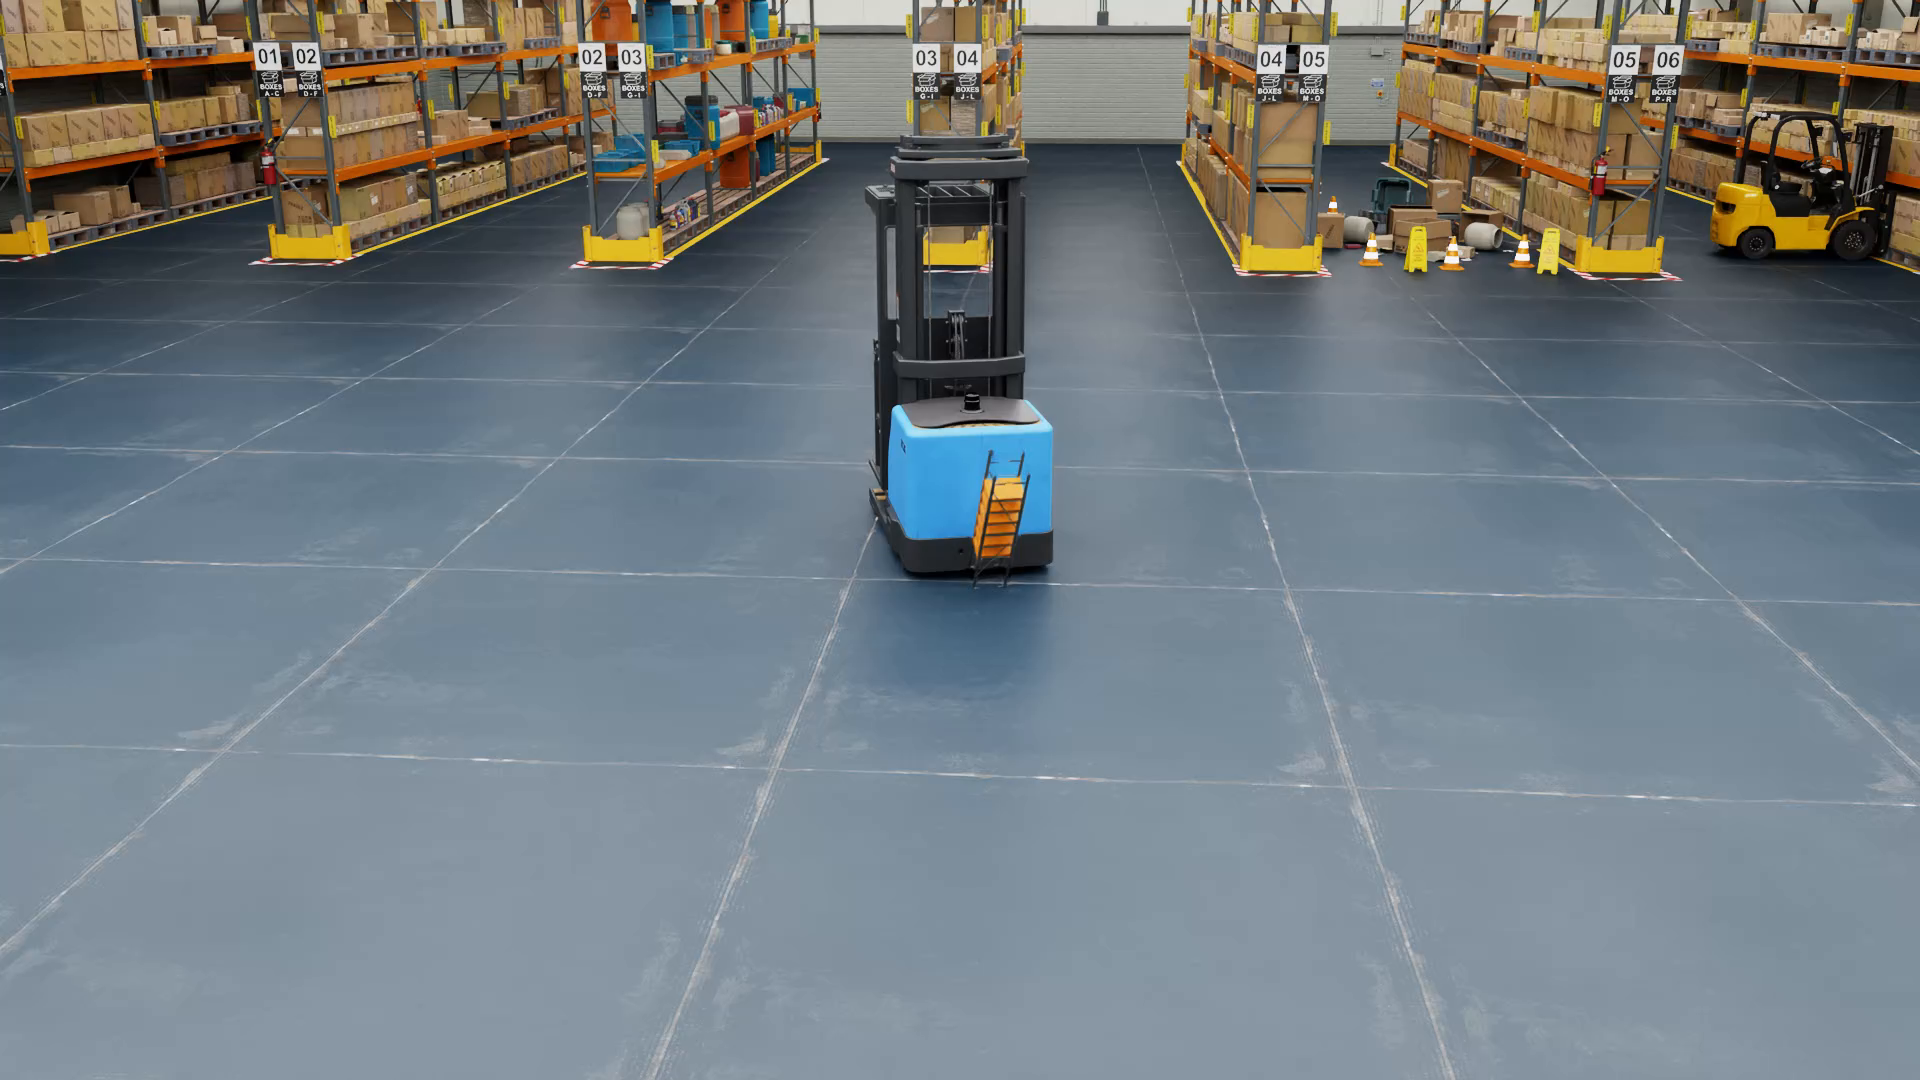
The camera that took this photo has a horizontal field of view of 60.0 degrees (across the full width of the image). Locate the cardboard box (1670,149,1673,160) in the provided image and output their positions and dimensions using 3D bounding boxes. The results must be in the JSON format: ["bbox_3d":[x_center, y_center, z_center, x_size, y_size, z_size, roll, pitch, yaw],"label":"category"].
[{"bbox_3d":[15.486,-8.480,36.824,0.700,0.500,0.500,1,18,2],"label":"cardboard box"}]

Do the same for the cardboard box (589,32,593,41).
[{"bbox_3d":[-8.761,-11.674,38.657,0.500,0.250,0.500,1,18,4],"label":"cardboard box"}]

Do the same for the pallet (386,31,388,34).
[{"bbox_3d":[-13.986,-11.678,38.571,1.003,0.211,1.213,1,18,4],"label":"pallet"}]

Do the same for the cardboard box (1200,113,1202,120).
[{"bbox_3d":[4.944,-8.348,32.810,0.380,0.149,0.250,2,18,5],"label":"cardboard box"}]

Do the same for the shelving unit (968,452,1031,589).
[{"bbox_3d":[0.249,-0.113,11.000,0.258,1.200,0.189,-3,53,-10],"label":"shelving unit"}]

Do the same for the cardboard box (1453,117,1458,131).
[{"bbox_3d":[10.125,-8.274,33.099,0.500,0.250,0.500,1,18,3],"label":"cardboard box"}]

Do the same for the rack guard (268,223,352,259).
[{"bbox_3d":[-10.066,-4.631,25.755,1.175,0.500,0.348,1,18,4],"label":"rack guard"}]

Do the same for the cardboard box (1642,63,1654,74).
[{"bbox_3d":[10.048,-6.785,23.899,0.380,0.149,0.250,1,18,4],"label":"cardboard box"}]

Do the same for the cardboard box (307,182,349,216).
[{"bbox_3d":[-10.266,-5.560,27.111,0.500,0.500,0.500,1,18,4],"label":"cardboard box"}]

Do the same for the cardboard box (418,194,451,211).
[{"bbox_3d":[-9.502,-6.082,29.908,0.500,0.250,0.500,1,18,3],"label":"cardboard box"}]

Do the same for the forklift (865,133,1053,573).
[{"bbox_3d":[-0.110,-1.586,12.557,1.130,2.935,3.031,-3,18,-10],"label":"forklift"}]

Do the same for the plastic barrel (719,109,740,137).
[{"bbox_3d":[-4.411,-7.929,31.623,0.421,0.512,0.421,0,18,0],"label":"plastic barrel"}]

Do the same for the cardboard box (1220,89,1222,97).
[{"bbox_3d":[5.903,-9.526,36.040,0.500,0.500,0.500,1,18,3],"label":"cardboard box"}]

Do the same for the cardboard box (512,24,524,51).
[{"bbox_3d":[-9.419,-10.240,33.880,0.910,0.500,0.500,1,18,4],"label":"cardboard box"}]

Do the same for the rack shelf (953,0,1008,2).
[{"bbox_3d":[0.246,-9.787,29.637,1.077,0.370,4.000,1,18,4],"label":"rack shelf"}]

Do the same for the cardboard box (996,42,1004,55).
[{"bbox_3d":[0.539,-8.980,30.434,0.500,0.250,0.500,2,18,5],"label":"cardboard box"}]

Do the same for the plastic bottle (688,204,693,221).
[{"bbox_3d":[-4.580,-5.558,28.224,0.061,0.283,0.133,3,18,8],"label":"plastic bottle"}]

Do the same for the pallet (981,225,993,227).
[{"bbox_3d":[0.090,-5.312,28.296,1.003,0.211,1.213,1,18,4],"label":"pallet"}]

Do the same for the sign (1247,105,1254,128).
[{"bbox_3d":[4.216,-6.142,24.109,0.100,0.325,0.005,1,18,4],"label":"sign"}]

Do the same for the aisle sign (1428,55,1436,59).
[{"bbox_3d":[11.162,-11.603,38.842,0.394,0.787,0.004,1,18,4],"label":"aisle sign"}]

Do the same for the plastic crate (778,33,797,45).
[{"bbox_3d":[-3.901,-11.185,37.133,0.497,0.269,0.590,1,18,4],"label":"plastic crate"}]

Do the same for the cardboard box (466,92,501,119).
[{"bbox_3d":[-9.558,-8.757,33.494,0.700,0.500,0.500,-5,19,-15],"label":"cardboard box"}]

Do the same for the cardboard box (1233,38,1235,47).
[{"bbox_3d":[4.678,-8.152,27.237,0.380,0.149,0.250,1,18,3],"label":"cardboard box"}]

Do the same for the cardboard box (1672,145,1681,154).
[{"bbox_3d":[15.221,-8.215,34.975,0.380,0.149,0.250,2,18,7],"label":"cardboard box"}]

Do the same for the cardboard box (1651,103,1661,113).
[{"bbox_3d":[15.327,-9.390,36.026,0.500,0.250,0.500,1,18,4],"label":"cardboard box"}]

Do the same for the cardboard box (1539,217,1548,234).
[{"bbox_3d":[9.613,-5.010,26.638,0.500,0.250,0.500,1,18,3],"label":"cardboard box"}]

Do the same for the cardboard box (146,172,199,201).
[{"bbox_3d":[-14.696,-6.590,31.026,0.700,0.500,0.500,1,18,3],"label":"cardboard box"}]

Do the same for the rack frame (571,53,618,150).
[{"bbox_3d":[-8.917,-10.796,40.554,1.000,3.000,0.127,1,18,4],"label":"rack frame"}]

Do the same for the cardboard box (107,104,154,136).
[{"bbox_3d":[-14.444,-7.319,28.948,0.500,0.500,0.500,1,18,4],"label":"cardboard box"}]

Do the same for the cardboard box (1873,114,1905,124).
[{"bbox_3d":[14.569,-6.599,26.065,0.380,0.149,0.250,1,18,3],"label":"cardboard box"}]

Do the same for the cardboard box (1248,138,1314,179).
[{"bbox_3d":[4.738,-5.650,24.607,0.875,0.550,0.550,1,18,4],"label":"cardboard box"}]

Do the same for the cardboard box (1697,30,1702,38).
[{"bbox_3d":[15.023,-10.152,33.341,0.380,0.149,0.250,1,18,3],"label":"cardboard box"}]

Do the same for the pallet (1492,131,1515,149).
[{"bbox_3d":[10.173,-7.161,29.768,1.003,0.211,1.213,1,18,4],"label":"pallet"}]

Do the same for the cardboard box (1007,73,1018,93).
[{"bbox_3d":[1.042,-10.215,37.340,0.500,0.500,0.500,1,18,2],"label":"cardboard box"}]

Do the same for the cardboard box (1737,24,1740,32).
[{"bbox_3d":[15.108,-9.798,31.812,0.380,0.149,0.250,1,18,3],"label":"cardboard box"}]

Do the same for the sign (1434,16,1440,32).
[{"bbox_3d":[10.007,-10.831,34.885,0.100,0.325,0.005,1,18,4],"label":"sign"}]

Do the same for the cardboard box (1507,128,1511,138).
[{"bbox_3d":[9.783,-7.113,29.043,0.380,0.149,0.250,1,18,4],"label":"cardboard box"}]

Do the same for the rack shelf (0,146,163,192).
[{"bbox_3d":[-14.862,-6.215,27.730,1.077,0.370,4.000,1,18,4],"label":"rack shelf"}]

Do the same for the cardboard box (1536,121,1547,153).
[{"bbox_3d":[9.665,-6.528,26.889,0.500,0.500,0.500,1,18,4],"label":"cardboard box"}]

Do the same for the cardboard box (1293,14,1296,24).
[{"bbox_3d":[5.153,-7.727,24.657,0.380,0.149,0.250,1,18,4],"label":"cardboard box"}]

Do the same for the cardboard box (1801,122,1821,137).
[{"bbox_3d":[14.749,-7.000,28.408,0.500,0.250,0.500,1,18,2],"label":"cardboard box"}]

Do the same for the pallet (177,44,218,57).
[{"bbox_3d":[-14.497,-9.026,30.637,1.213,0.211,1.003,1,18,4],"label":"pallet"}]

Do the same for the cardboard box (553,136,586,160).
[{"bbox_3d":[-9.075,-9.160,38.863,0.797,0.503,0.637,1,18,4],"label":"cardboard box"}]

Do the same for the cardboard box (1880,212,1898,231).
[{"bbox_3d":[14.438,-4.879,25.433,0.500,0.250,0.500,1,18,3],"label":"cardboard box"}]

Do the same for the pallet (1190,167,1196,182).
[{"bbox_3d":[5.629,-8.074,36.723,1.003,0.211,1.213,1,18,4],"label":"pallet"}]

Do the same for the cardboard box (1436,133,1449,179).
[{"bbox_3d":[10.596,-8.106,35.081,0.875,0.875,0.875,2,18,6],"label":"cardboard box"}]

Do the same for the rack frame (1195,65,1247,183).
[{"bbox_3d":[5.616,-9.189,35.650,1.000,3.000,0.127,1,18,4],"label":"rack frame"}]

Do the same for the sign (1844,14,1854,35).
[{"bbox_3d":[14.397,-8.346,26.922,0.100,0.325,0.005,1,18,4],"label":"sign"}]

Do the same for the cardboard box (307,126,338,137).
[{"bbox_3d":[-9.821,-6.300,25.629,0.380,0.149,0.250,1,18,4],"label":"cardboard box"}]

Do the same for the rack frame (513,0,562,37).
[{"bbox_3d":[-9.204,-12.405,35.828,1.000,3.000,0.127,1,18,4],"label":"rack frame"}]

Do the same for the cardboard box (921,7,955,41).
[{"bbox_3d":[-0.325,-7.943,25.589,0.500,0.500,0.500,1,18,4],"label":"cardboard box"}]

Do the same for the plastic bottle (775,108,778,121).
[{"bbox_3d":[-3.996,-9.140,35.699,0.152,0.276,0.135,1,18,4],"label":"plastic bottle"}]
